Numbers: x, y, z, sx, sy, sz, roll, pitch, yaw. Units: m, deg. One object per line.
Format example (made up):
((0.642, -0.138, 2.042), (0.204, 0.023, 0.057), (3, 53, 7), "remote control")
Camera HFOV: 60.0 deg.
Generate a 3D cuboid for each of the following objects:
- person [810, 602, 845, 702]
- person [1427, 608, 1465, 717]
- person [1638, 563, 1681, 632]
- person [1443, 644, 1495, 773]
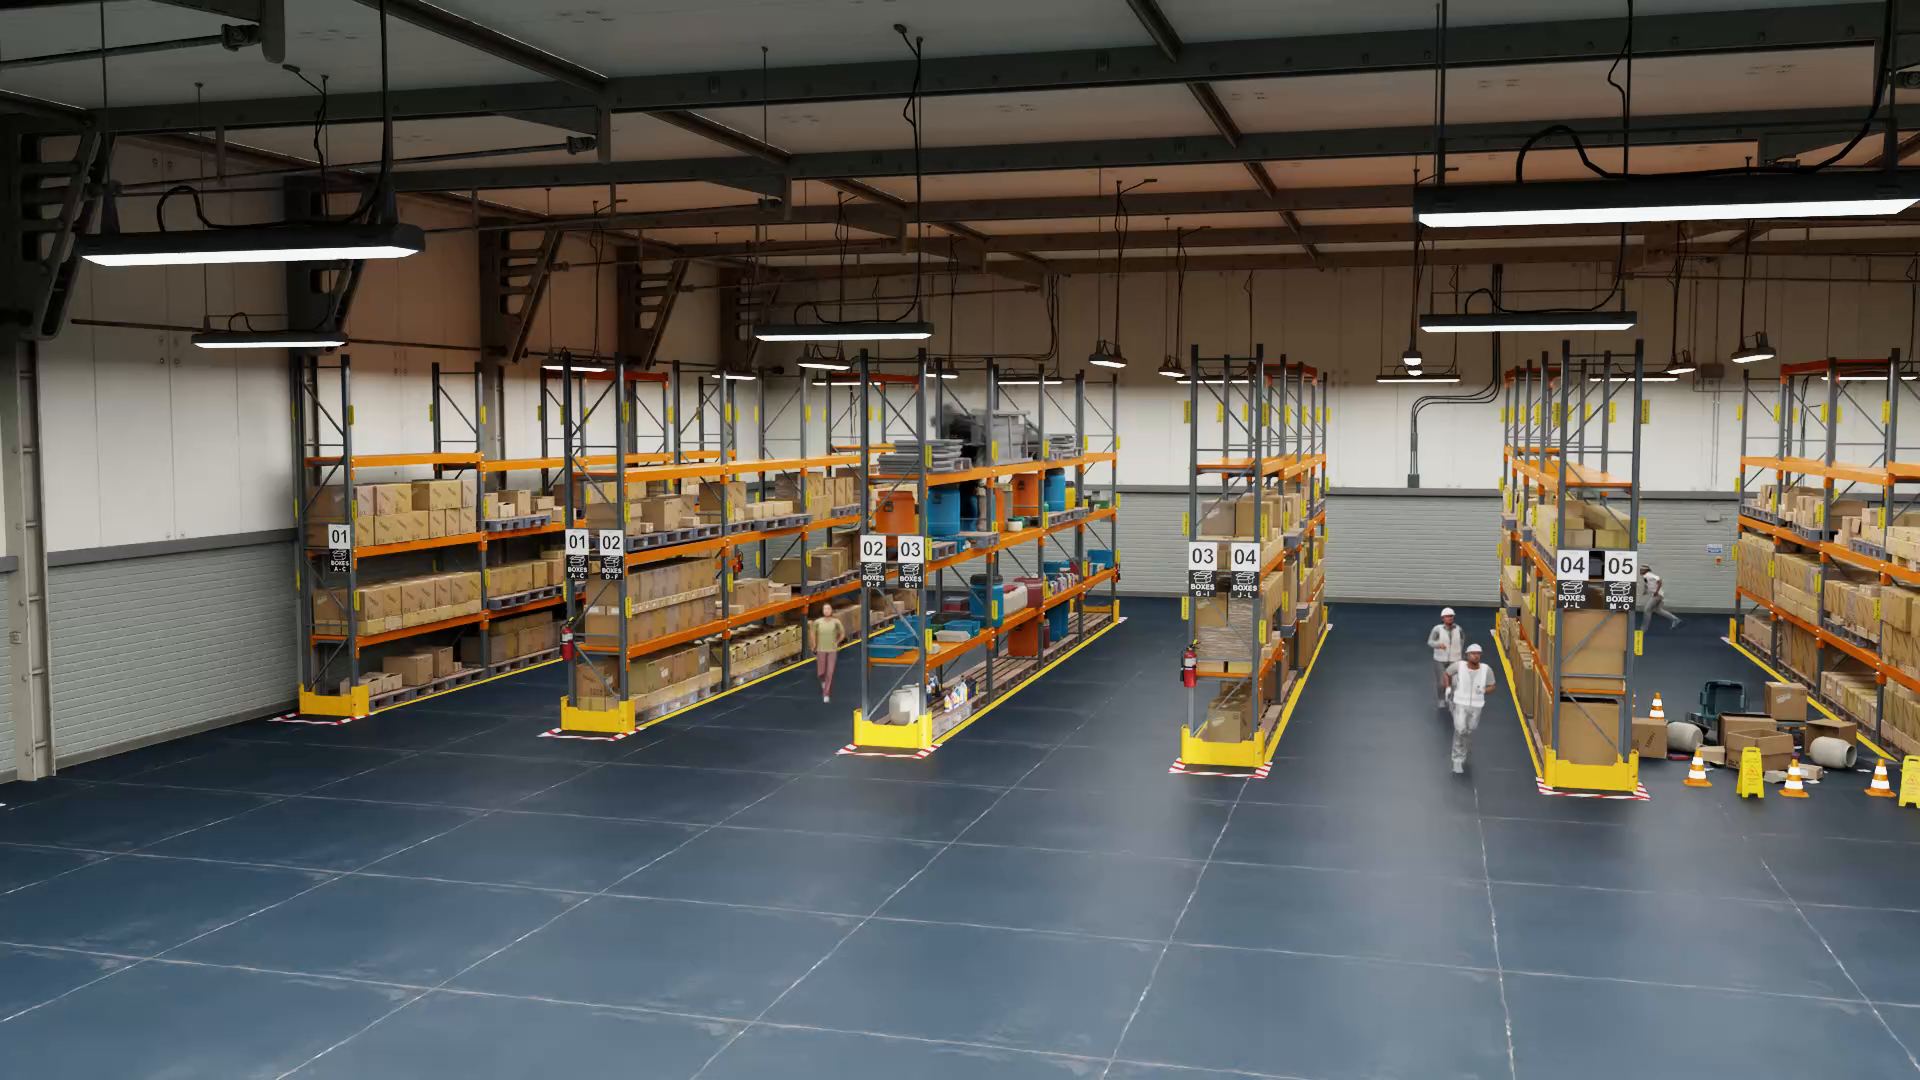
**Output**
((-2.183, 1.842, 27.465), (0.581, 1.636, 0.565), (0, 4, -1), "person")
((8.153, 2.045, 27.862), (0.642, 1.834, 0.768), (1, 4, 8), "person")
((16.102, 1.362, 38.258), (0.970, 1.642, 0.607), (0, 4, 6), "person")
((7.218, 2.373, 23.579), (0.681, 1.838, 0.764), (0, 4, 6), "person")
